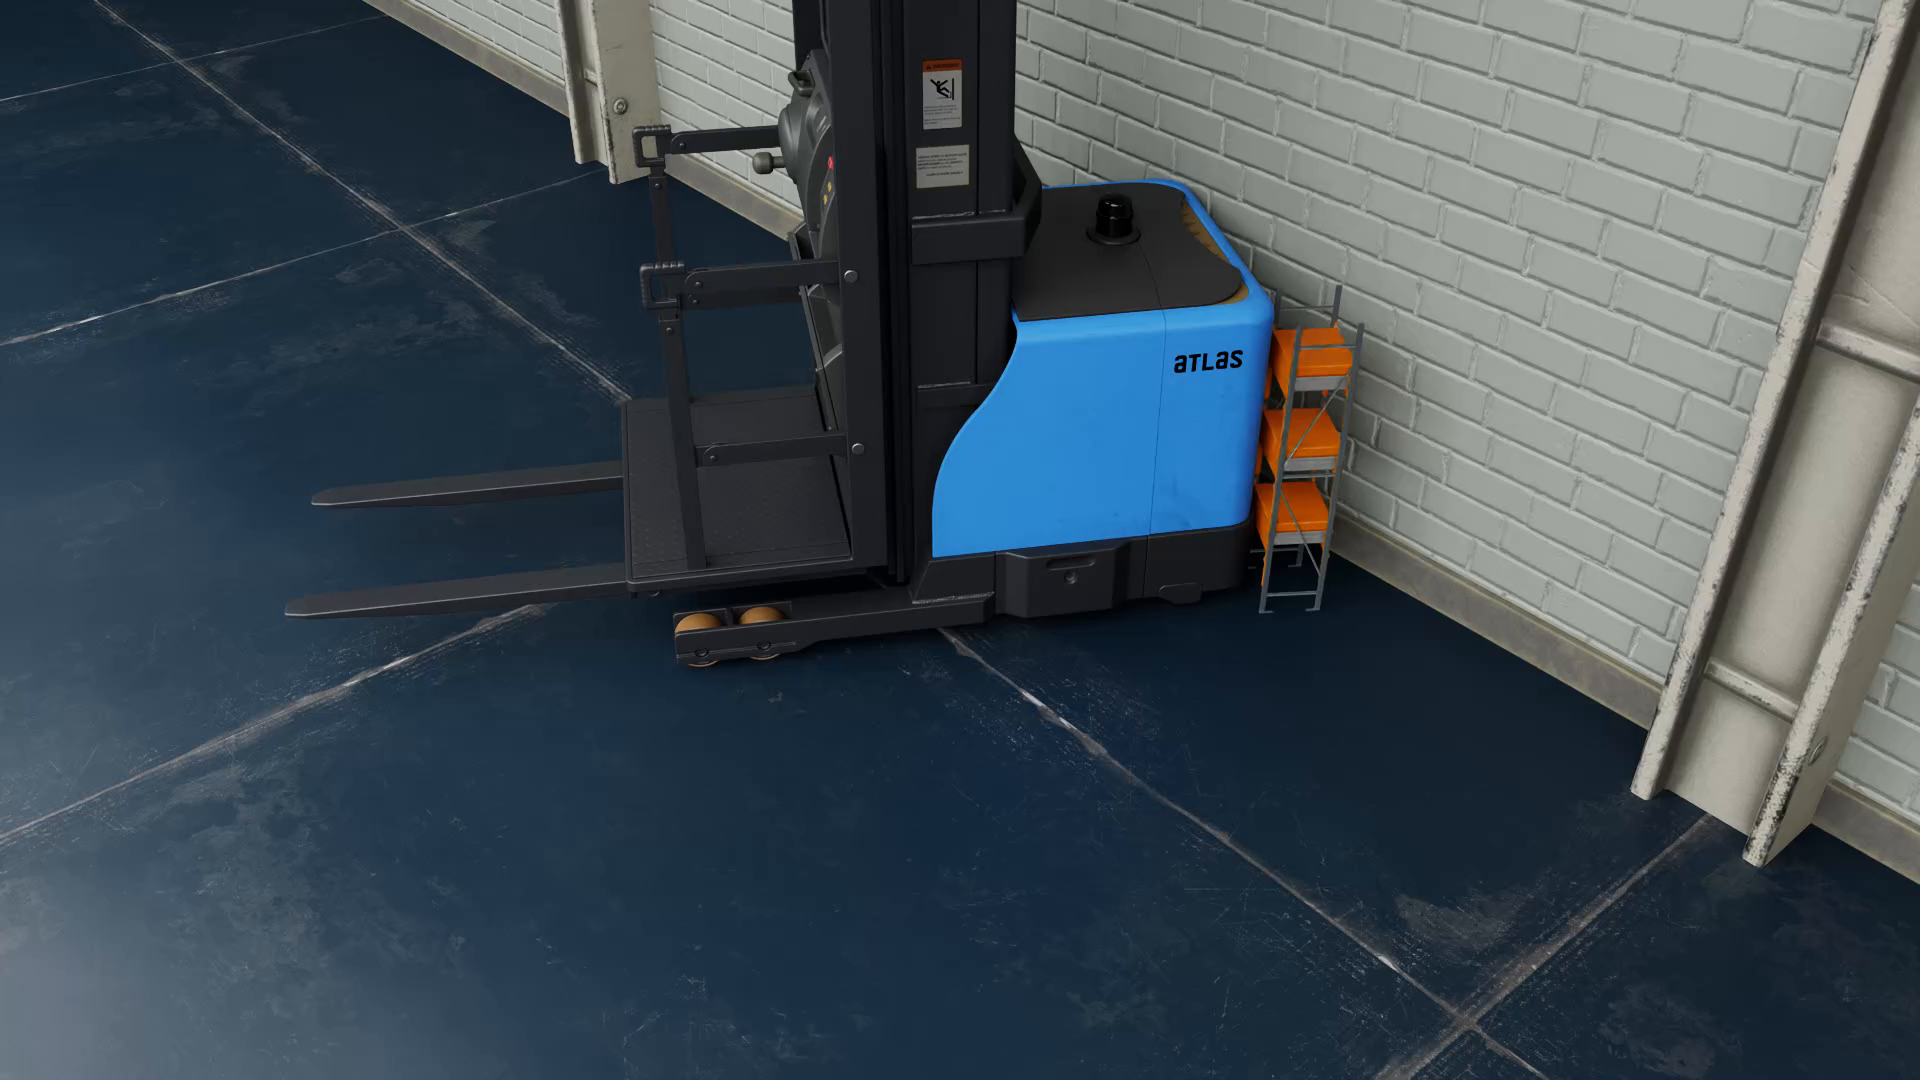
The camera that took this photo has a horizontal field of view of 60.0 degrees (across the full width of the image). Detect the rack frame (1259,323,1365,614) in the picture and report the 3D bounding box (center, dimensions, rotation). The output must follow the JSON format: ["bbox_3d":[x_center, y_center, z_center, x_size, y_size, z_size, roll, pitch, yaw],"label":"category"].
[{"bbox_3d":[1.073,-0.195,5.118,0.200,1.050,0.008,-3,35,-4],"label":"rack frame"}]

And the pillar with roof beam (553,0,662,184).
[{"bbox_3d":[-5.007,-3.972,3.572,9.100,9.000,0.400,-26,43,-32],"label":"pillar with roof beam"}]

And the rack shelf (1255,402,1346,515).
[{"bbox_3d":[1.064,-0.257,5.223,0.215,0.259,0.240,-3,35,-4],"label":"rack shelf"}]

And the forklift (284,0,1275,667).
[{"bbox_3d":[-0.620,-1.131,4.812,3.031,2.935,1.130,-6,36,-8],"label":"forklift"}]

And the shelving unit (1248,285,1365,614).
[{"bbox_3d":[1.064,-0.266,5.217,0.215,1.050,0.252,-3,35,-4],"label":"shelving unit"}]

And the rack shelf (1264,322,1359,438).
[{"bbox_3d":[1.064,-0.489,5.059,0.215,0.259,0.240,-3,35,-4],"label":"rack shelf"}]

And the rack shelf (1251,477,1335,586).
[{"bbox_3d":[1.064,-0.030,5.384,0.215,0.259,0.240,-3,35,-4],"label":"rack shelf"}]

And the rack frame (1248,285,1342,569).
[{"bbox_3d":[1.054,-0.336,5.316,0.200,1.050,0.008,-3,35,-4],"label":"rack frame"}]
